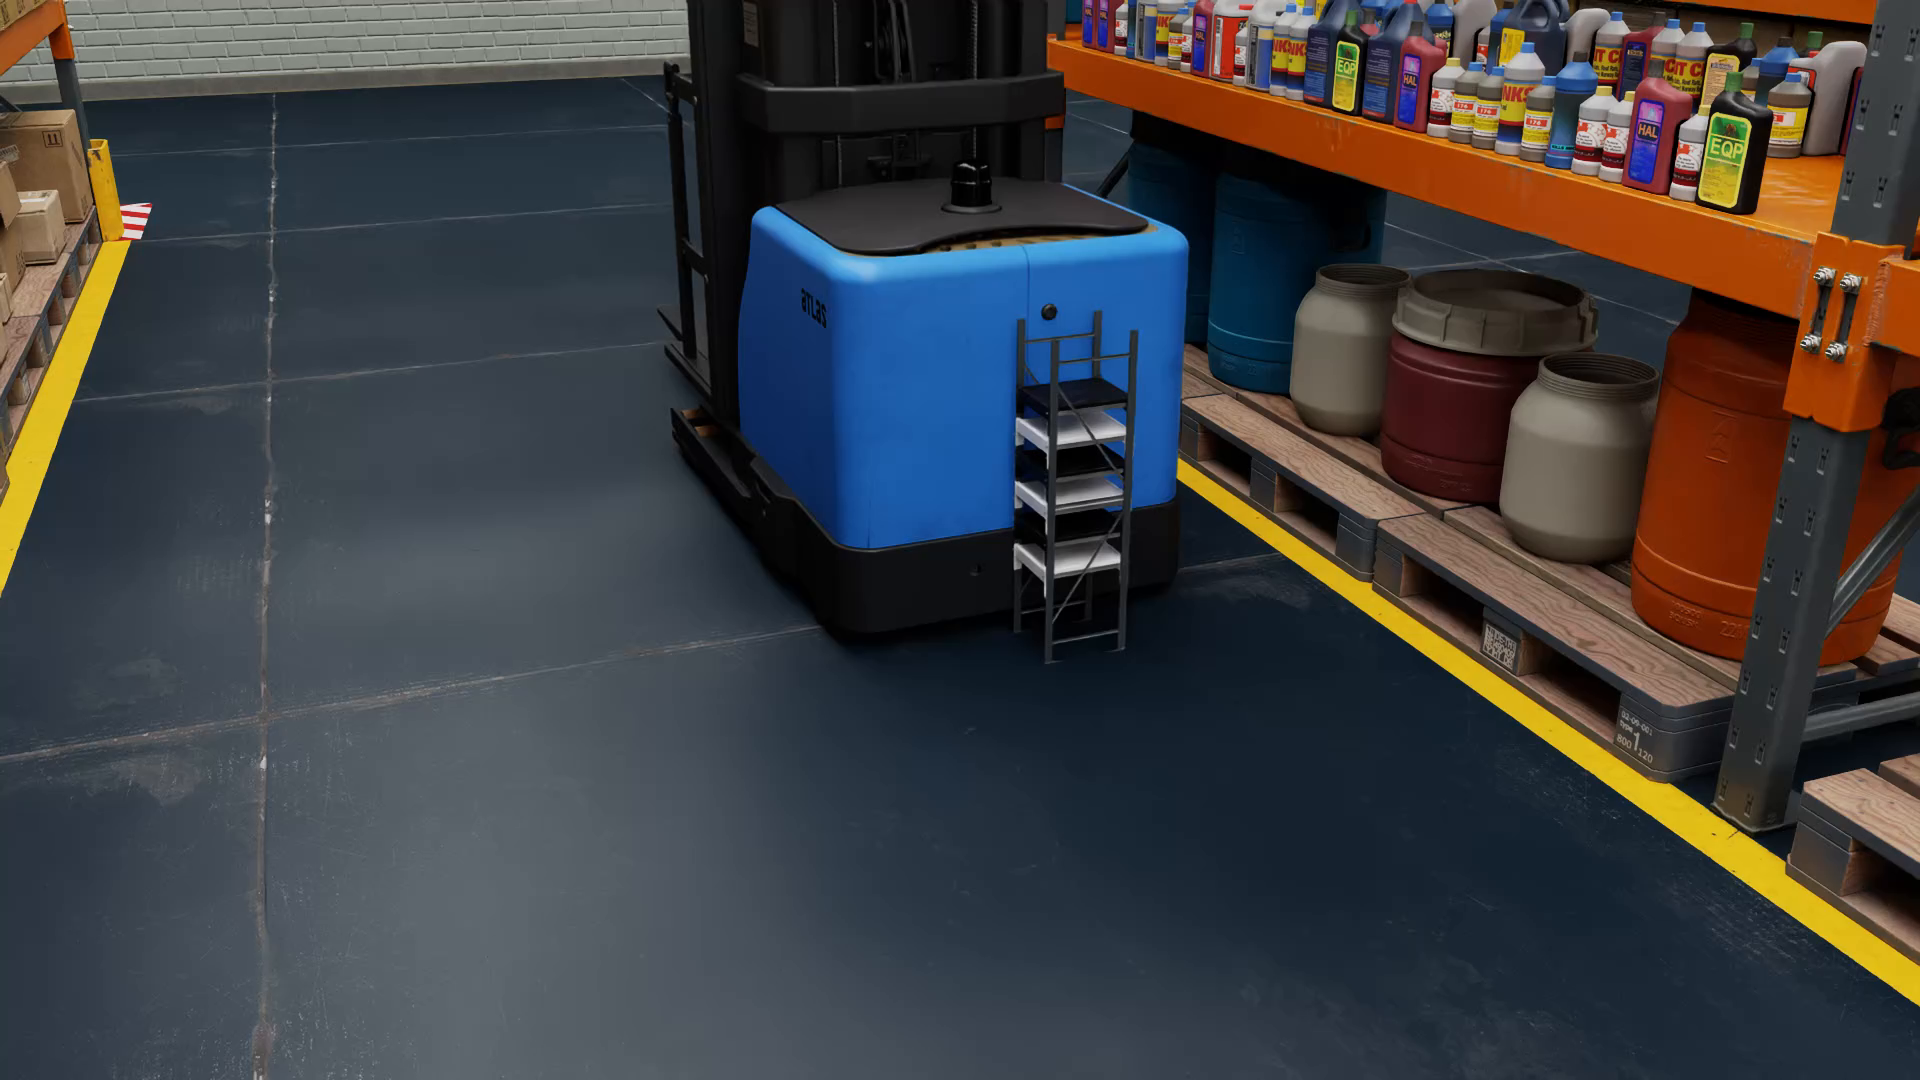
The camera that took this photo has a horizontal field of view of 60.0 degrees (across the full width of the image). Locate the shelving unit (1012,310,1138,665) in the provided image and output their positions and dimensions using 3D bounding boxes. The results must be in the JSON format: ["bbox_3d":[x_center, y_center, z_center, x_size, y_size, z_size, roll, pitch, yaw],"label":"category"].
[{"bbox_3d":[0.299,-0.134,4.409,0.258,0.900,0.210,-9,24,-20],"label":"shelving unit"}]

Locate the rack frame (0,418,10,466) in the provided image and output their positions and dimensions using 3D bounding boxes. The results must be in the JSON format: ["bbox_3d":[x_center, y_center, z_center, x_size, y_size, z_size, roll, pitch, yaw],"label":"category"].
[{"bbox_3d":[-3.849,-1.589,5.157,1.000,3.000,0.127,-8,24,-19],"label":"rack frame"}]

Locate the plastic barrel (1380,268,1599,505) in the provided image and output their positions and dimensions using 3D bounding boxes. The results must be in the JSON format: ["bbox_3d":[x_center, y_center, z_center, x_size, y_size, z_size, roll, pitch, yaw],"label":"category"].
[{"bbox_3d":[1.612,-0.481,5.094,0.600,0.588,0.708,-8,24,-19],"label":"plastic barrel"}]

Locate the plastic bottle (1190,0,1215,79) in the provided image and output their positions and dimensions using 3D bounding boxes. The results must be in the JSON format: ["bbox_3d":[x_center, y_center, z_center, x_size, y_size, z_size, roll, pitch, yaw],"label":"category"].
[{"bbox_3d":[0.831,-1.699,5.568,0.061,0.283,0.133,-8,24,-19],"label":"plastic bottle"}]

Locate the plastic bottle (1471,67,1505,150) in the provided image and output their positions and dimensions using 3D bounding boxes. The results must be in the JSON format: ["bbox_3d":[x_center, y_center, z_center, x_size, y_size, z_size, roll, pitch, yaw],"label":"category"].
[{"bbox_3d":[1.380,-1.115,4.290,0.097,0.201,0.097,0,23,0],"label":"plastic bottle"}]

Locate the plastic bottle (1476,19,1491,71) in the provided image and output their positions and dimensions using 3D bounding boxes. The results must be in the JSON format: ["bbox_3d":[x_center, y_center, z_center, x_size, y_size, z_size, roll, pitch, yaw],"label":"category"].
[{"bbox_3d":[1.731,-1.589,5.414,0.097,0.201,0.097,0,23,0],"label":"plastic bottle"}]

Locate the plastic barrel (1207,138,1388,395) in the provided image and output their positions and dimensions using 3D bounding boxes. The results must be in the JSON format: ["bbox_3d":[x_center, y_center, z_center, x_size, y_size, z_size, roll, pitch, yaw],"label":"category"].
[{"bbox_3d":[1.213,-1.036,6.007,0.600,0.901,0.708,-8,24,-19],"label":"plastic barrel"}]

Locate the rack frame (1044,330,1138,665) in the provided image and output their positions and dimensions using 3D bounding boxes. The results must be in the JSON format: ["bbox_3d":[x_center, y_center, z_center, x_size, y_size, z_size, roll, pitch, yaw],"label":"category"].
[{"bbox_3d":[0.337,-0.097,4.322,0.240,0.900,0.006,-9,24,-20],"label":"rack frame"}]

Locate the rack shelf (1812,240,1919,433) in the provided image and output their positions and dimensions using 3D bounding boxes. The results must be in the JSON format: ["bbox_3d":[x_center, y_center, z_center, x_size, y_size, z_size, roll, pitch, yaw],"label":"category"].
[{"bbox_3d":[2.906,0.245,1.733,1.077,0.370,4.000,-8,24,-19],"label":"rack shelf"}]

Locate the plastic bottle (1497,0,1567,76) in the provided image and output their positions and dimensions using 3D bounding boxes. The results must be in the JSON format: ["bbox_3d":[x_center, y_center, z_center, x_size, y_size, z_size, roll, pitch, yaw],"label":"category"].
[{"bbox_3d":[1.712,-1.485,4.975,0.144,0.351,0.185,-8,24,-19],"label":"plastic bottle"}]

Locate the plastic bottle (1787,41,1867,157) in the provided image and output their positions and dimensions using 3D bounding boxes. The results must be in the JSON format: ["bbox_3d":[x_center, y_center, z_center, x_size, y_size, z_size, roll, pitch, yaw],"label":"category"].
[{"bbox_3d":[2.186,-1.126,4.219,0.152,0.276,0.135,-8,24,-19],"label":"plastic bottle"}]

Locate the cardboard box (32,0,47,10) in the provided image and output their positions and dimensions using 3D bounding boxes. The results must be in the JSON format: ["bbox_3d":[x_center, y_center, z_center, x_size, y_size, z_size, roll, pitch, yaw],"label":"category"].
[{"bbox_3d":[-4.663,-2.775,7.842,0.500,0.500,0.500,-8,24,-19],"label":"cardboard box"}]

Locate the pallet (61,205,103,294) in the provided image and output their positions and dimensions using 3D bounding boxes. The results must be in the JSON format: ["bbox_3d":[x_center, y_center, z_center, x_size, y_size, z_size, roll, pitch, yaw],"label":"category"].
[{"bbox_3d":[-4.953,-1.440,8.394,1.003,0.211,1.213,-8,24,-19],"label":"pallet"}]

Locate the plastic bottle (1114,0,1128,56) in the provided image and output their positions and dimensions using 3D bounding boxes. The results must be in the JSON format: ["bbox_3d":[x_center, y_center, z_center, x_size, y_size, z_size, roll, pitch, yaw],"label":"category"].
[{"bbox_3d":[0.622,-1.896,6.141,0.097,0.201,0.097,0,23,0],"label":"plastic bottle"}]

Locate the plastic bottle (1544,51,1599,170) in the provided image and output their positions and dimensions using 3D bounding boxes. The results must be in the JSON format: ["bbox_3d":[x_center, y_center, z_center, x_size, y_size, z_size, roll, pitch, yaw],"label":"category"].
[{"bbox_3d":[1.483,-1.042,4.025,0.097,0.271,0.097,0,23,0],"label":"plastic bottle"}]

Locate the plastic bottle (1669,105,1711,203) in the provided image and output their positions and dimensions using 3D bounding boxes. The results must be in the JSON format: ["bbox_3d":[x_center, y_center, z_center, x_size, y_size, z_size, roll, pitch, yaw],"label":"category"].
[{"bbox_3d":[1.634,-0.855,3.672,0.097,0.201,0.097,0,23,0],"label":"plastic bottle"}]

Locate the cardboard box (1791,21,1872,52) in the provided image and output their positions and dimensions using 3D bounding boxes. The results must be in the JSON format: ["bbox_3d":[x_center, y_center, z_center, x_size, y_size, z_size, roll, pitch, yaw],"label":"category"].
[{"bbox_3d":[5.262,-2.412,9.305,0.875,0.875,0.875,-8,24,-19],"label":"cardboard box"}]

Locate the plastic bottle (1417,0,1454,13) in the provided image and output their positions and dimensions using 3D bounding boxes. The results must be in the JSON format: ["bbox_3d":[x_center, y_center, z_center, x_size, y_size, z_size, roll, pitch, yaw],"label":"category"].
[{"bbox_3d":[1.583,-1.746,5.690,0.152,0.276,0.135,-8,24,-19],"label":"plastic bottle"}]

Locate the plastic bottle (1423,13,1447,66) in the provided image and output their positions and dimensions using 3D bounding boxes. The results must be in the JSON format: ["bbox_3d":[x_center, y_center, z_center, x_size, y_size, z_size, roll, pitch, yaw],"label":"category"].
[{"bbox_3d":[1.323,-1.350,4.742,0.061,0.283,0.133,-8,24,-19],"label":"plastic bottle"}]

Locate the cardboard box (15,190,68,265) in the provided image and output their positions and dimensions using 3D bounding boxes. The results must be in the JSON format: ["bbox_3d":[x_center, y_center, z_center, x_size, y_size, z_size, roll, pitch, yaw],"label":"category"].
[{"bbox_3d":[-4.532,-1.465,7.837,0.500,0.250,0.500,-8,24,-19],"label":"cardboard box"}]

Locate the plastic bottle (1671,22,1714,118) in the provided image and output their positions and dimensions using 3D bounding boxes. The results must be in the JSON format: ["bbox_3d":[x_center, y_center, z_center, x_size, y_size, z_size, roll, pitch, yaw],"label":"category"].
[{"bbox_3d":[2.042,-1.302,4.643,0.097,0.271,0.097,0,23,0],"label":"plastic bottle"}]

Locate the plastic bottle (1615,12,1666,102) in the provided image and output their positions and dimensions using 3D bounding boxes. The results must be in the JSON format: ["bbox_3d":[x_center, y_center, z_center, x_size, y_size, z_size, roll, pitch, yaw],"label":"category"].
[{"bbox_3d":[1.983,-1.387,4.830,0.061,0.283,0.133,-8,24,-19],"label":"plastic bottle"}]

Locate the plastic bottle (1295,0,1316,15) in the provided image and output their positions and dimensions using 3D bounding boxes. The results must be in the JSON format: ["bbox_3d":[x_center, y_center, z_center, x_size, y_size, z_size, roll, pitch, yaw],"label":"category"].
[{"bbox_3d":[1.282,-1.935,6.043,0.144,0.351,0.185,-8,24,-19],"label":"plastic bottle"}]

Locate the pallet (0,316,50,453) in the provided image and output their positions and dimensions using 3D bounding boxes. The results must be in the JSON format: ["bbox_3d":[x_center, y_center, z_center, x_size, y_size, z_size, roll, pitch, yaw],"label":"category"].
[{"bbox_3d":[-4.091,-0.553,6.291,1.003,0.211,1.213,-8,24,-19],"label":"pallet"}]

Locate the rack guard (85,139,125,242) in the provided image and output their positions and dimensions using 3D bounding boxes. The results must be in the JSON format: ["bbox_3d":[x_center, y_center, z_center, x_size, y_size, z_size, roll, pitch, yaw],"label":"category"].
[{"bbox_3d":[-5.235,-1.862,9.025,1.175,0.500,0.348,-8,24,-19],"label":"rack guard"}]

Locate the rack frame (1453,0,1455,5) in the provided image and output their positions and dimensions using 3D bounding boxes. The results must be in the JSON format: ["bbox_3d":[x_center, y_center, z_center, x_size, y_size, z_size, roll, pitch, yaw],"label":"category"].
[{"bbox_3d":[4.007,-4.400,11.827,1.000,3.000,0.127,-8,24,-19],"label":"rack frame"}]

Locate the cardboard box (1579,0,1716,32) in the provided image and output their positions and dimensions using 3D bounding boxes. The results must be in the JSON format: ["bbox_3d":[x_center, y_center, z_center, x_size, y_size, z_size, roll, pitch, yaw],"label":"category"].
[{"bbox_3d":[4.629,-3.062,10.848,0.875,0.875,0.875,-8,24,-19],"label":"cardboard box"}]

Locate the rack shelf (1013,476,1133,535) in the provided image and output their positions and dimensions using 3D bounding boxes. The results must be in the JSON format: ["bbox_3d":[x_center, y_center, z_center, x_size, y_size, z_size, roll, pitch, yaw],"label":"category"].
[{"bbox_3d":[0.299,-0.103,4.422,0.258,0.077,0.200,-9,24,-20],"label":"rack shelf"}]

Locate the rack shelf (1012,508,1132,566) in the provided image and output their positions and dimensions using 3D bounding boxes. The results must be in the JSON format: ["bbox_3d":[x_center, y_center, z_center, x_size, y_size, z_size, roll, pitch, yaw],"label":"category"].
[{"bbox_3d":[0.299,-0.020,4.457,0.258,0.077,0.200,-9,24,-20],"label":"rack shelf"}]

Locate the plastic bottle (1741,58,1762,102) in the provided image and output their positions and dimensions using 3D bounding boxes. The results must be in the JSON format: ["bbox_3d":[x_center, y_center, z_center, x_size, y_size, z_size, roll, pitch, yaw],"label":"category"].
[{"bbox_3d":[2.123,-1.186,4.457,0.097,0.201,0.097,0,23,0],"label":"plastic bottle"}]

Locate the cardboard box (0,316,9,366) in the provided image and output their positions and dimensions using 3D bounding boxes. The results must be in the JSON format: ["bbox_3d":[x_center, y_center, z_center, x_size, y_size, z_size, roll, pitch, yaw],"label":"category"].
[{"bbox_3d":[-3.795,-0.734,6.026,0.500,0.311,0.500,-8,24,-19],"label":"cardboard box"}]

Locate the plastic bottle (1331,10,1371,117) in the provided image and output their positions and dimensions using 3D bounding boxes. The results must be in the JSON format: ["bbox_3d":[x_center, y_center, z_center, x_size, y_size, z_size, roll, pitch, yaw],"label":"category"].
[{"bbox_3d":[1.141,-1.379,4.810,0.061,0.283,0.133,-8,24,-19],"label":"plastic bottle"}]

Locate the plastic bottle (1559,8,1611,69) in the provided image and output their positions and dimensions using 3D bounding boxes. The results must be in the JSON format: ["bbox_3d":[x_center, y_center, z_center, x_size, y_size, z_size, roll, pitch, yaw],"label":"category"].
[{"bbox_3d":[1.859,-1.462,5.016,0.152,0.276,0.135,-8,24,-19],"label":"plastic bottle"}]

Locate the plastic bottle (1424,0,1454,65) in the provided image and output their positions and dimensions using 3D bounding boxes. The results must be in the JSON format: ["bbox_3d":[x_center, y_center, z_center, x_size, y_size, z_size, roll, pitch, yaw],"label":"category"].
[{"bbox_3d":[1.555,-1.636,5.434,0.097,0.271,0.097,0,23,0],"label":"plastic bottle"}]

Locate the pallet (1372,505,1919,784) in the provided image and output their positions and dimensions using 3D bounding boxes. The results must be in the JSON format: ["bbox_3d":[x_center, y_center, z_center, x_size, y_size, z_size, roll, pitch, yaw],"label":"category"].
[{"bbox_3d":[1.882,0.191,4.526,1.003,0.211,1.213,-8,24,-19],"label":"pallet"}]

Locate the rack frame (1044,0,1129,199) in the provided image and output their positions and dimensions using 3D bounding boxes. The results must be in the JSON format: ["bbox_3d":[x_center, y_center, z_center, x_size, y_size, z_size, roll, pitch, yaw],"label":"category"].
[{"bbox_3d":[0.786,-2.267,6.766,1.000,3.000,0.127,-8,24,-19],"label":"rack frame"}]

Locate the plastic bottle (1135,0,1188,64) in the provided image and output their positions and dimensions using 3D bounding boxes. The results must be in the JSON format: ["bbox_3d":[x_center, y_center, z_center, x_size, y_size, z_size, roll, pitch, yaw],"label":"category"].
[{"bbox_3d":[0.723,-1.856,5.952,0.152,0.276,0.135,-8,24,-19],"label":"plastic bottle"}]

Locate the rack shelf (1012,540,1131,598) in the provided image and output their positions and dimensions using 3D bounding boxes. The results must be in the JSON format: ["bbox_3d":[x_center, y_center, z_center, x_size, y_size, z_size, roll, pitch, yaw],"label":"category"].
[{"bbox_3d":[0.299,0.063,4.492,0.258,0.077,0.200,-9,24,-20],"label":"rack shelf"}]

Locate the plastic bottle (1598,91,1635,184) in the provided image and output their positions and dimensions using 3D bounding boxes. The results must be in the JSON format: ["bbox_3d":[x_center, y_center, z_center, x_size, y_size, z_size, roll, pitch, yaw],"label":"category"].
[{"bbox_3d":[1.552,-0.939,3.871,0.097,0.201,0.097,0,23,0],"label":"plastic bottle"}]

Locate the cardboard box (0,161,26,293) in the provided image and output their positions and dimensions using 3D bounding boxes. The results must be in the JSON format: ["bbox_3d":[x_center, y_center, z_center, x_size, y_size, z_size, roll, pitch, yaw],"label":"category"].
[{"bbox_3d":[-4.517,-1.323,7.174,0.797,0.503,0.637,-8,24,-19],"label":"cardboard box"}]

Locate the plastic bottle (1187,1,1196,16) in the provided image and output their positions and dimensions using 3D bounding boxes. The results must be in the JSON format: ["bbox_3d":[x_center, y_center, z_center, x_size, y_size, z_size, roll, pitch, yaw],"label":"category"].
[{"bbox_3d":[0.833,-1.846,6.023,0.097,0.201,0.097,0,23,0],"label":"plastic bottle"}]

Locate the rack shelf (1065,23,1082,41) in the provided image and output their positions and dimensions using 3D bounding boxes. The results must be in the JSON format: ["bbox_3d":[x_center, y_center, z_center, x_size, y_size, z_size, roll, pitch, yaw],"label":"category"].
[{"bbox_3d":[0.080,-2.662,8.630,1.077,0.370,4.000,-8,24,-19],"label":"rack shelf"}]

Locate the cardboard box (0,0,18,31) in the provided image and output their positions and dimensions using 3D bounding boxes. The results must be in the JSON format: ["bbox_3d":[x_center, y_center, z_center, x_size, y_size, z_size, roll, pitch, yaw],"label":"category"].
[{"bbox_3d":[-4.314,-2.409,6.976,0.500,0.500,0.500,-9,24,-20],"label":"cardboard box"}]

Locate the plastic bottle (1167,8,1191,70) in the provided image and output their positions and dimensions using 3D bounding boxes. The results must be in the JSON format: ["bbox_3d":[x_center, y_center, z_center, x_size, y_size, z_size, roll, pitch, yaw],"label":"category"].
[{"bbox_3d":[0.772,-1.741,5.773,0.097,0.201,0.097,0,23,0],"label":"plastic bottle"}]

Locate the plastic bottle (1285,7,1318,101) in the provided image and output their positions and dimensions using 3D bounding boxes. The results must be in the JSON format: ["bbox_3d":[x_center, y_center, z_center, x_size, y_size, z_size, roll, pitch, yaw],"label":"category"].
[{"bbox_3d":[1.052,-1.485,5.077,0.097,0.271,0.097,0,23,0],"label":"plastic bottle"}]

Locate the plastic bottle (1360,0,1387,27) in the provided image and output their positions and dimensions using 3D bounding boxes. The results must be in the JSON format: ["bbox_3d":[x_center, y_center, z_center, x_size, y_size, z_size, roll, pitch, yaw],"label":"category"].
[{"bbox_3d":[1.425,-1.769,5.750,0.097,0.271,0.097,0,23,0],"label":"plastic bottle"}]

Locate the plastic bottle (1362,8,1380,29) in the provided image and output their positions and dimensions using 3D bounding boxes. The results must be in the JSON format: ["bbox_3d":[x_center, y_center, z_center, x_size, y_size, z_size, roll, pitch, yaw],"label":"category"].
[{"bbox_3d":[1.221,-1.470,5.040,0.097,0.271,0.097,0,23,0],"label":"plastic bottle"}]

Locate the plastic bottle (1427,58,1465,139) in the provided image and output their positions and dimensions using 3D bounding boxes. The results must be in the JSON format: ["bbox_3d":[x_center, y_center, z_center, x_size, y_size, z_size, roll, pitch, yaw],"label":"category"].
[{"bbox_3d":[1.311,-1.186,4.458,0.097,0.201,0.097,0,23,0],"label":"plastic bottle"}]

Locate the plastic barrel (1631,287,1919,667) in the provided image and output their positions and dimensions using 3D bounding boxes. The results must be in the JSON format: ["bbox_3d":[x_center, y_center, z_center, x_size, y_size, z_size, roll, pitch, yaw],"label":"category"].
[{"bbox_3d":[2.011,-0.182,4.074,0.600,0.830,0.708,-8,24,-19],"label":"plastic barrel"}]

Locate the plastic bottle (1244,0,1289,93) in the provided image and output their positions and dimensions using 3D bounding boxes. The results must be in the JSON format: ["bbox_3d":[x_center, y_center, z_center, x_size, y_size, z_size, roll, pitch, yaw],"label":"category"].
[{"bbox_3d":[1.002,-1.569,5.269,0.152,0.276,0.135,-8,24,-19],"label":"plastic bottle"}]

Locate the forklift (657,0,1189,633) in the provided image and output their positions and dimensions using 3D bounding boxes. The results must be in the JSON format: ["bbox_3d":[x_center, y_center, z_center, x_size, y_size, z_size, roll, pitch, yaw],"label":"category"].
[{"bbox_3d":[-0.391,-1.642,5.373,1.130,2.935,3.031,-9,24,-20],"label":"forklift"}]

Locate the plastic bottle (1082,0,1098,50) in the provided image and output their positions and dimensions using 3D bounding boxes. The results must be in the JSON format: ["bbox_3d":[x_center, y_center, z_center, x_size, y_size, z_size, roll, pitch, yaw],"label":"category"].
[{"bbox_3d":[0.517,-2.021,6.334,0.061,0.283,0.133,-8,24,-19],"label":"plastic bottle"}]

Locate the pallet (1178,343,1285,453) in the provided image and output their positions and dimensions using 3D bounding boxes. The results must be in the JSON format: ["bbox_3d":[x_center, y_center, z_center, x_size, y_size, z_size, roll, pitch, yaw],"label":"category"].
[{"bbox_3d":[1.020,-0.696,6.629,1.003,0.211,1.213,-8,24,-19],"label":"pallet"}]

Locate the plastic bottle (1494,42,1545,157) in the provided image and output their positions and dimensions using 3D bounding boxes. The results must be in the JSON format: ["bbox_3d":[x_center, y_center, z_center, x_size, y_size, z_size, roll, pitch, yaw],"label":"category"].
[{"bbox_3d":[1.415,-1.112,4.193,0.097,0.271,0.097,0,23,0],"label":"plastic bottle"}]

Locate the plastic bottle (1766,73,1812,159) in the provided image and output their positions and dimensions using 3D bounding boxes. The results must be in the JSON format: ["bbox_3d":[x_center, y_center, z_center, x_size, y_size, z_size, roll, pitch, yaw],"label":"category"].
[{"bbox_3d":[2.075,-1.068,4.177,0.097,0.201,0.097,0,23,0],"label":"plastic bottle"}]
